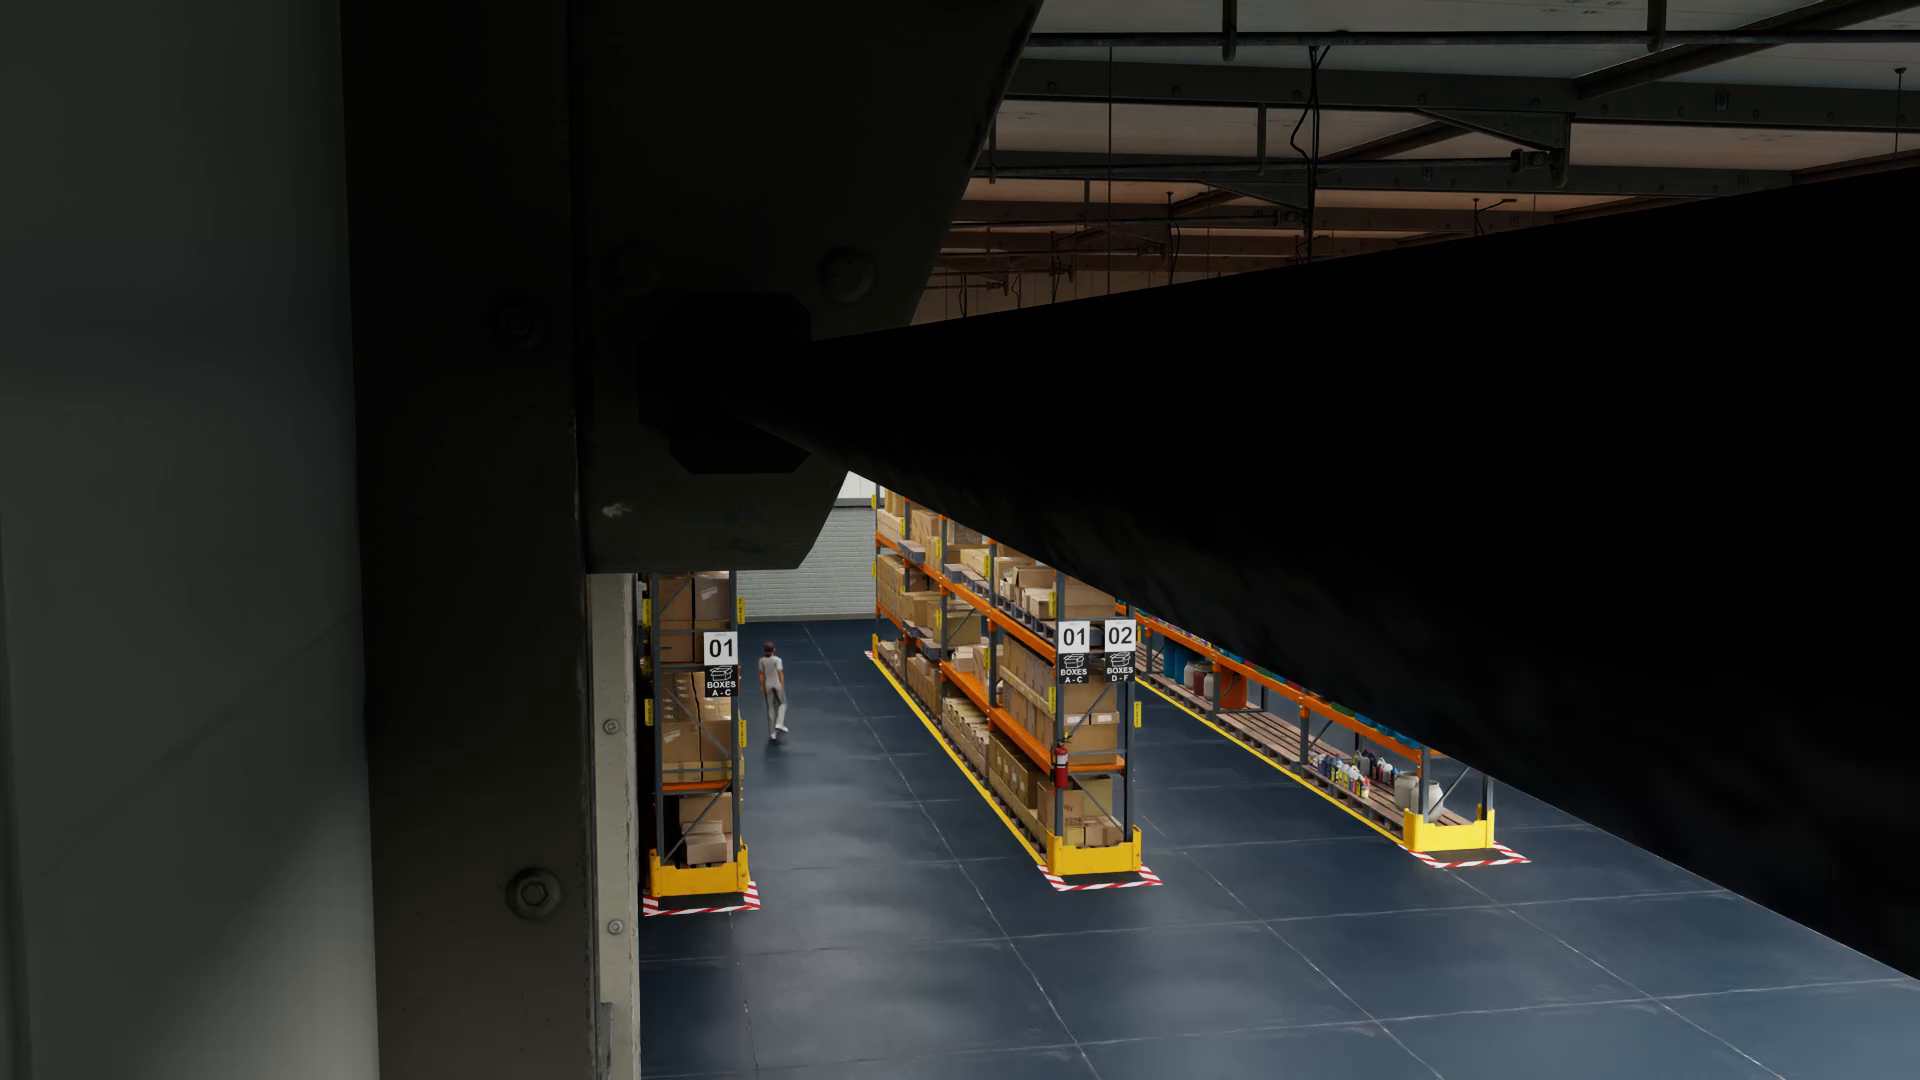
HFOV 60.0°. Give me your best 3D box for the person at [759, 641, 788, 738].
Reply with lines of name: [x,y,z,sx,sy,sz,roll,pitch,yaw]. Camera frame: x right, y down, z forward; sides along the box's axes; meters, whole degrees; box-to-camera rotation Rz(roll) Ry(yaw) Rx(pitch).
person: [-3.213,2.562,28.609,0.508,1.662,0.471,0,6,-3]
